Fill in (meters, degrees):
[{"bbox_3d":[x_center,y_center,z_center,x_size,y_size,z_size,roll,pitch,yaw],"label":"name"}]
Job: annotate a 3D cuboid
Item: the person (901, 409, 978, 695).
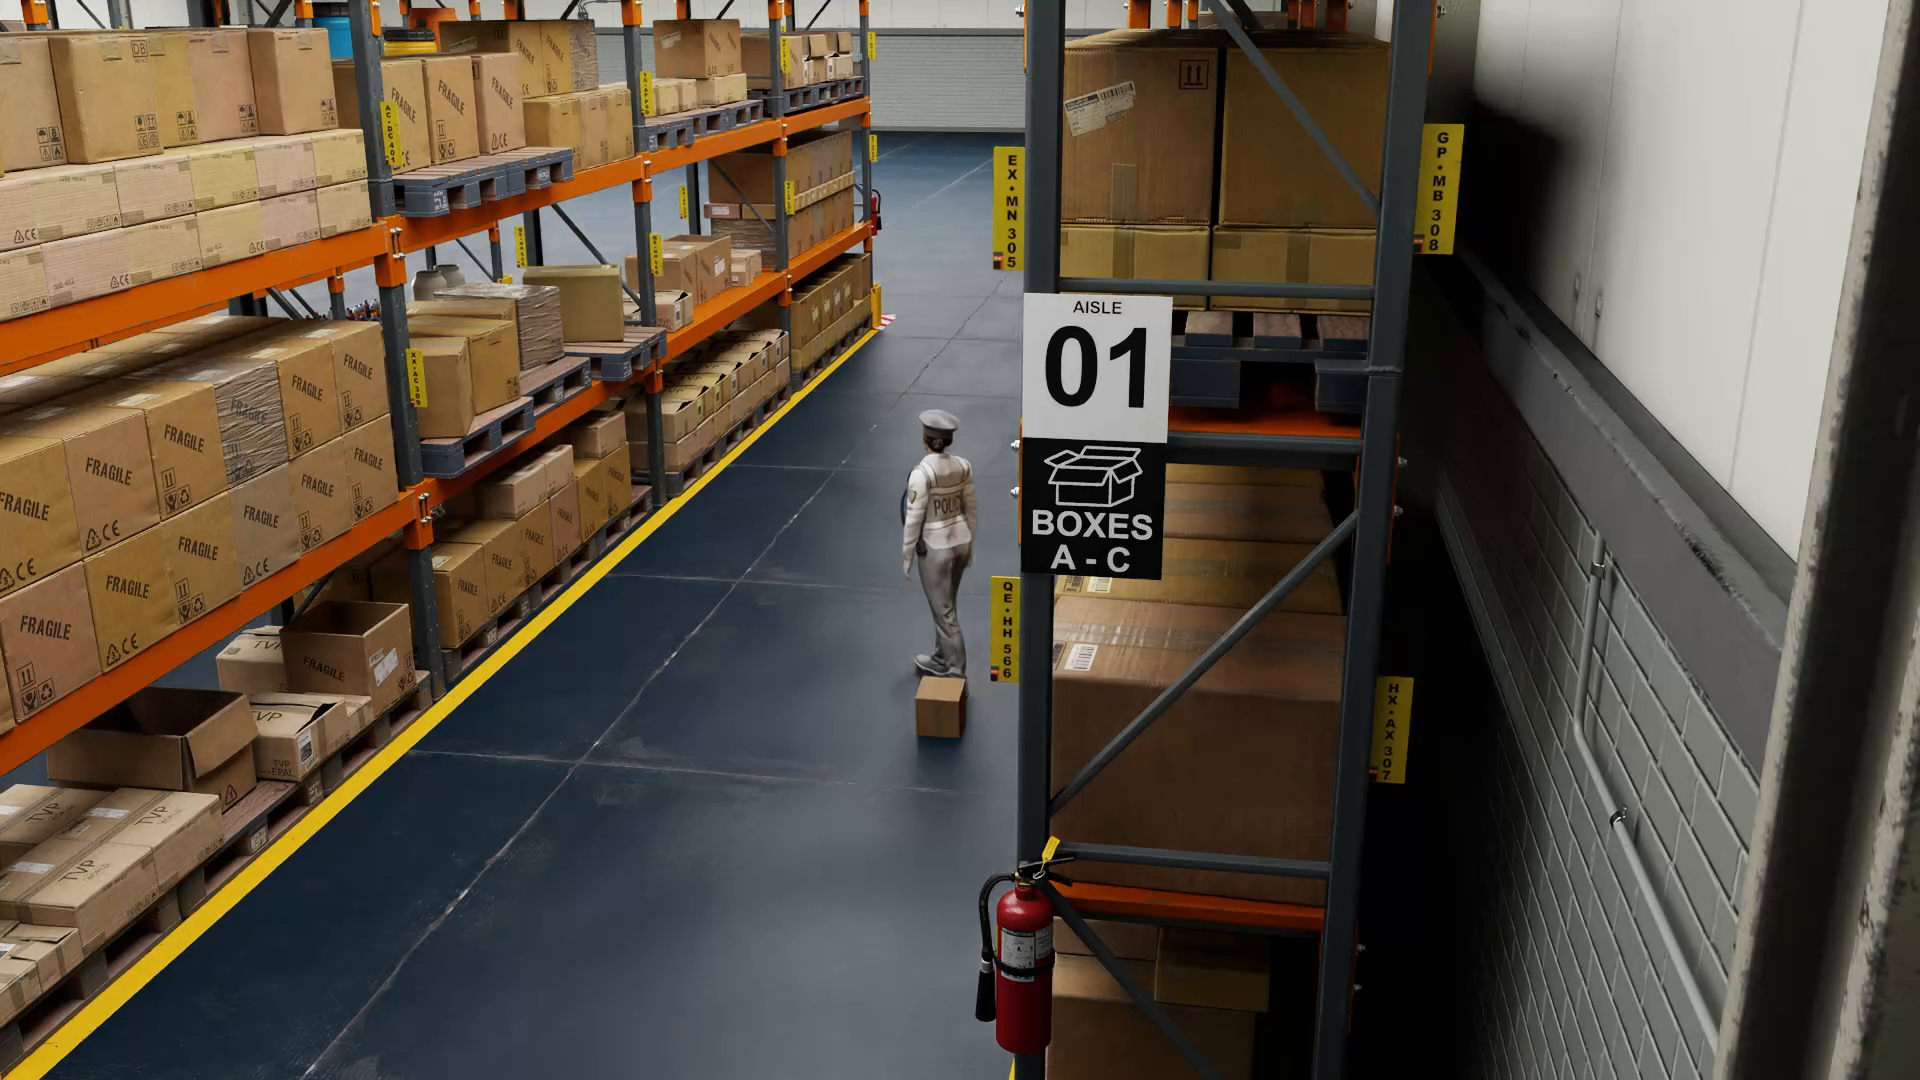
[{"bbox_3d":[-0.126,0.068,9.778,0.584,1.656,0.530,14,23,37],"label":"person"}]
